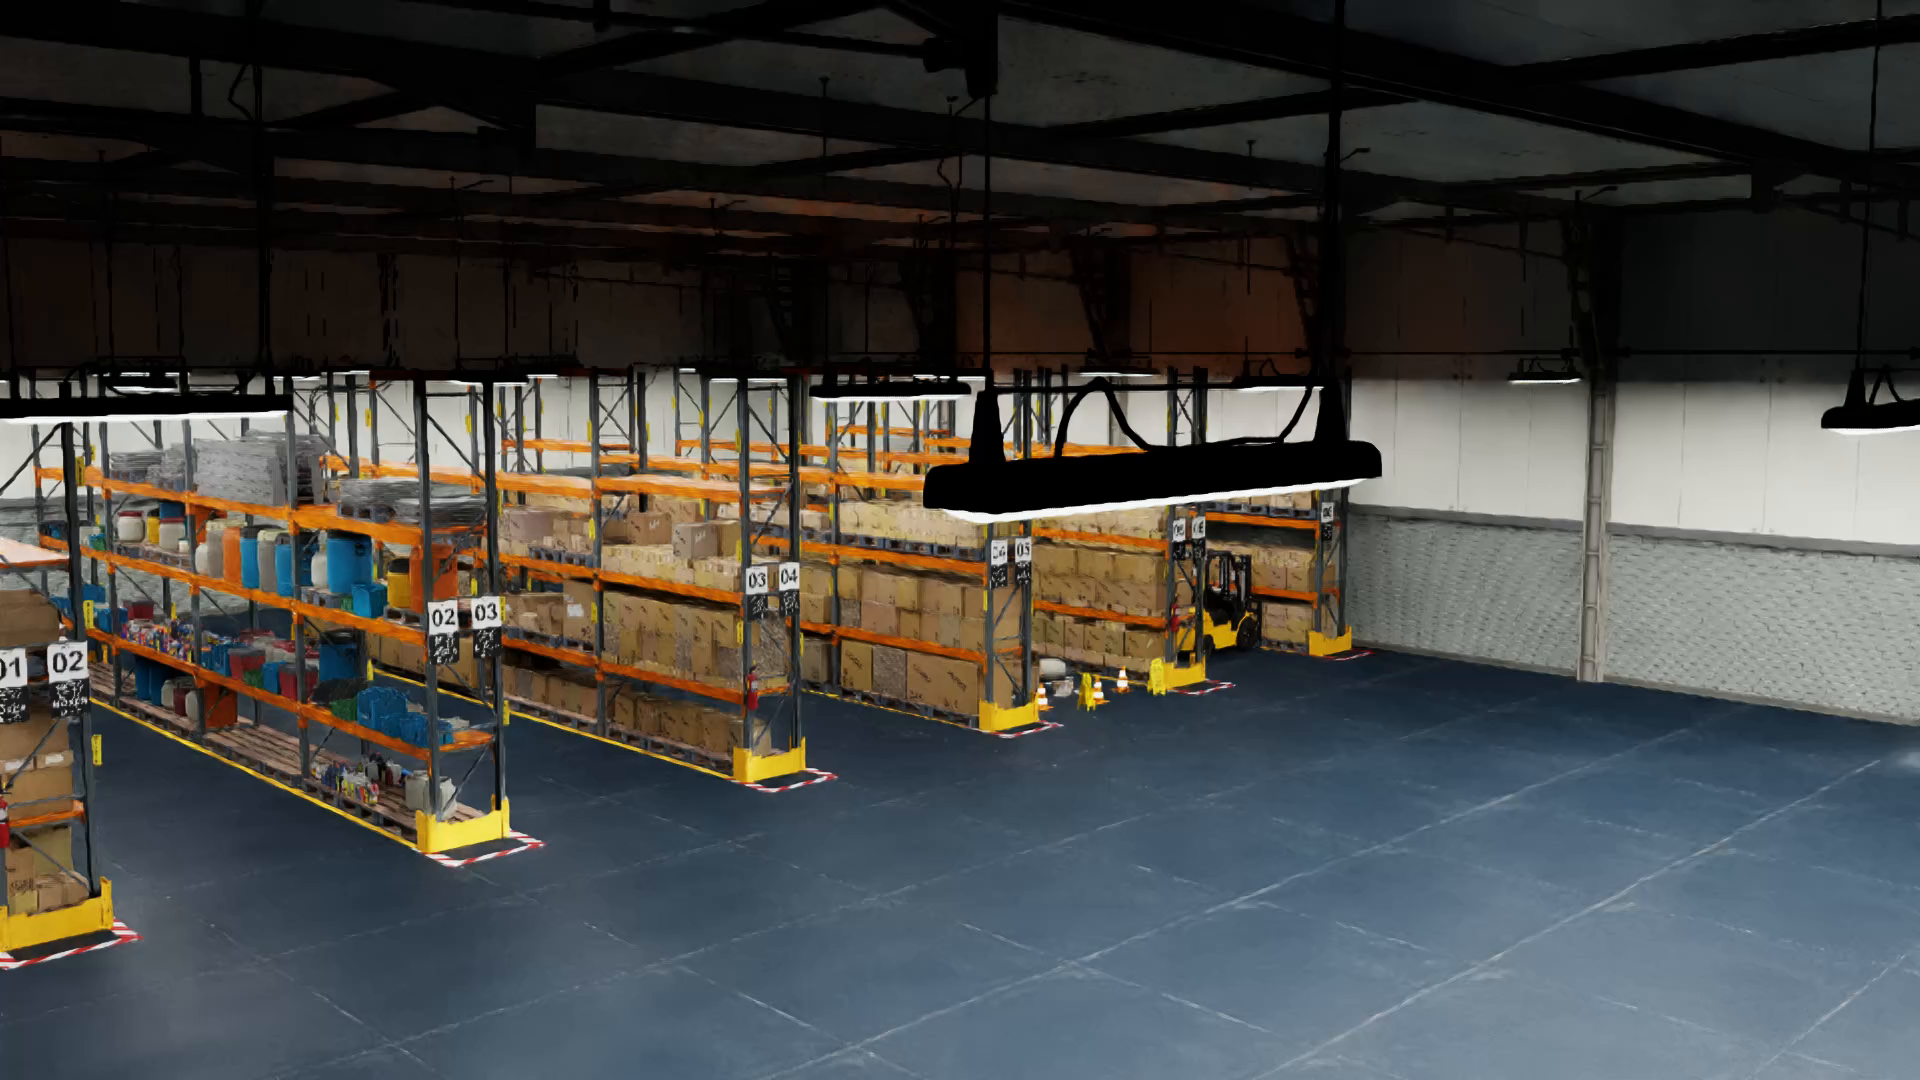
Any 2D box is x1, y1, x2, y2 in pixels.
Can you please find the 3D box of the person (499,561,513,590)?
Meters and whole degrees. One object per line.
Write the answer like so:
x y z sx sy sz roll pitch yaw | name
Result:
-11.768 0.662 43.180 0.529 1.585 0.460 2 7 15 | person

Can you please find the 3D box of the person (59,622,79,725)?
-15.292 2.239 28.359 0.632 1.768 0.452 2 7 14 | person
